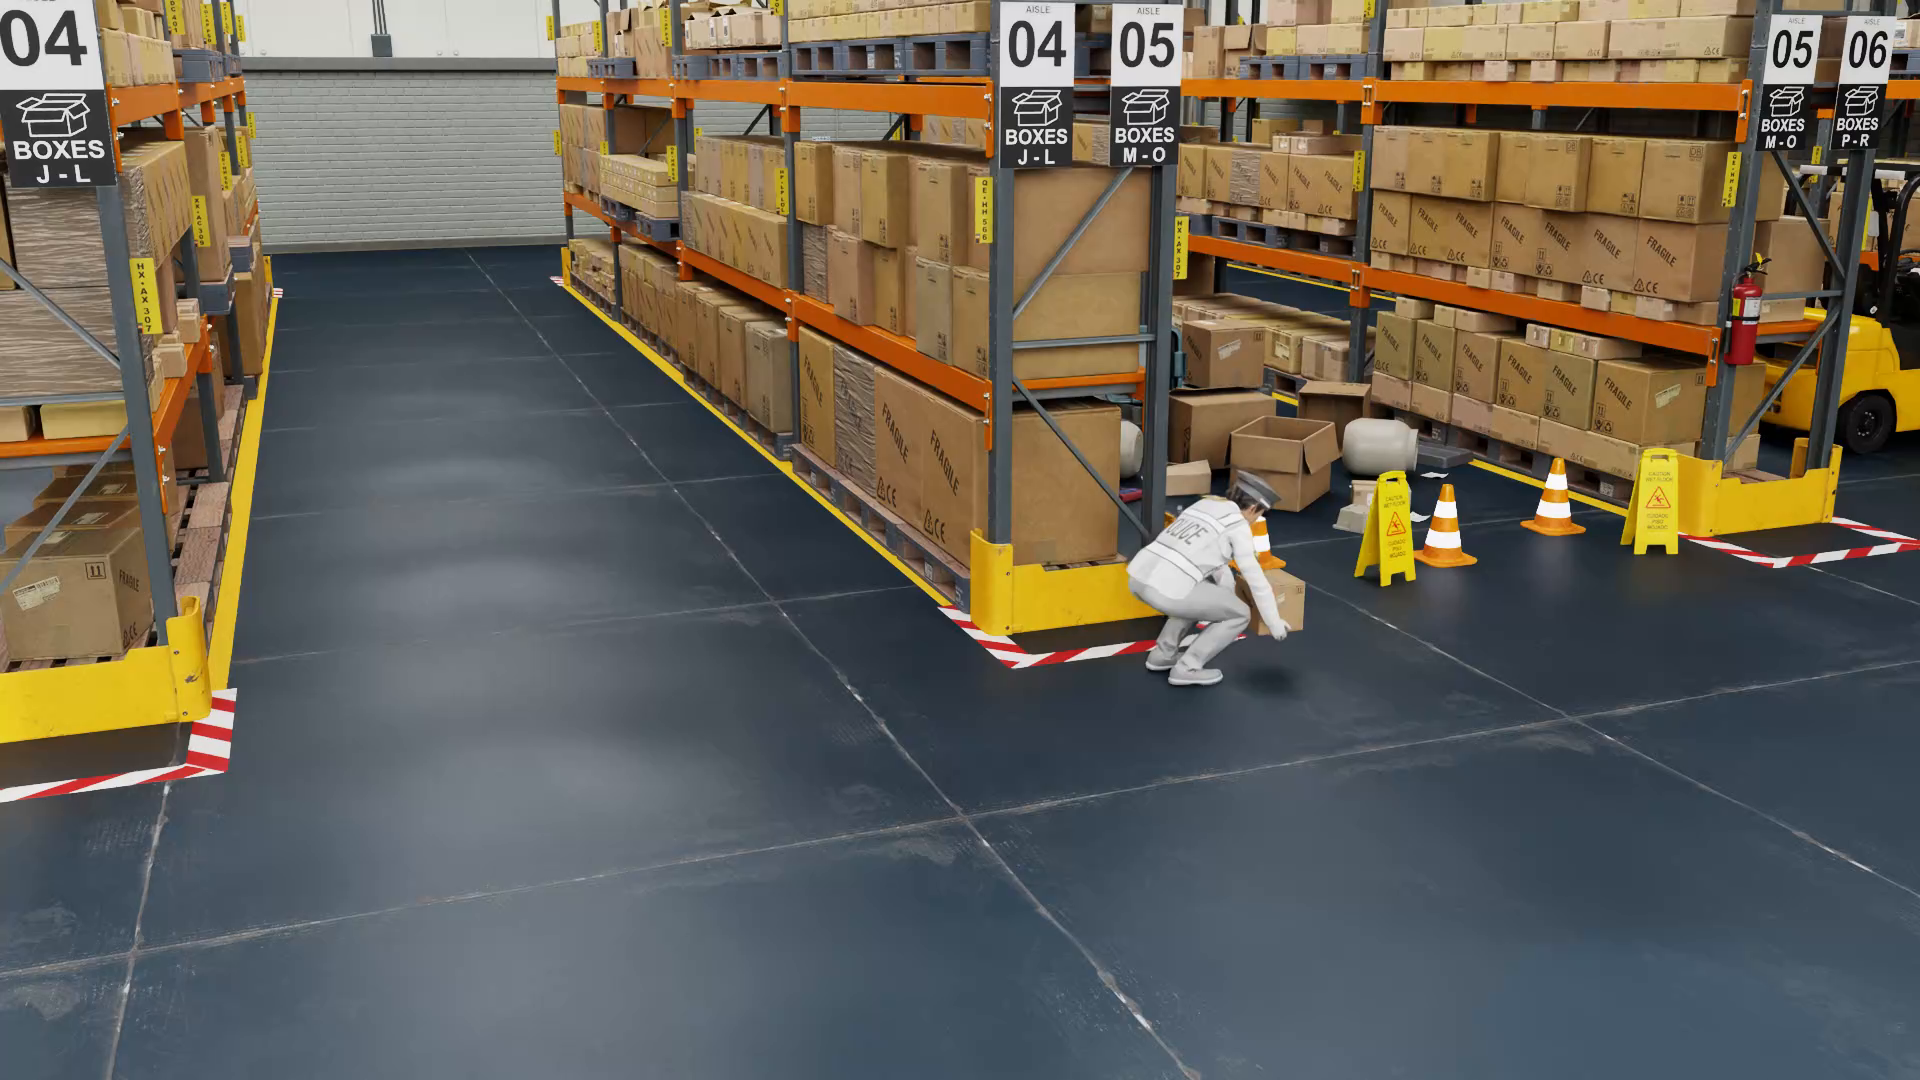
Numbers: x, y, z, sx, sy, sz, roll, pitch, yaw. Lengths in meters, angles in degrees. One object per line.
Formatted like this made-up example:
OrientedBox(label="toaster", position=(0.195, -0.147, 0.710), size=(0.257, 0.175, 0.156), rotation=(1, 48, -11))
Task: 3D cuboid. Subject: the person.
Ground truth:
OrientedBox(label="person", position=(1.203, 0.176, 8.154), size=(0.819, 0.994, 0.492), rotation=(-6, 17, -20))
